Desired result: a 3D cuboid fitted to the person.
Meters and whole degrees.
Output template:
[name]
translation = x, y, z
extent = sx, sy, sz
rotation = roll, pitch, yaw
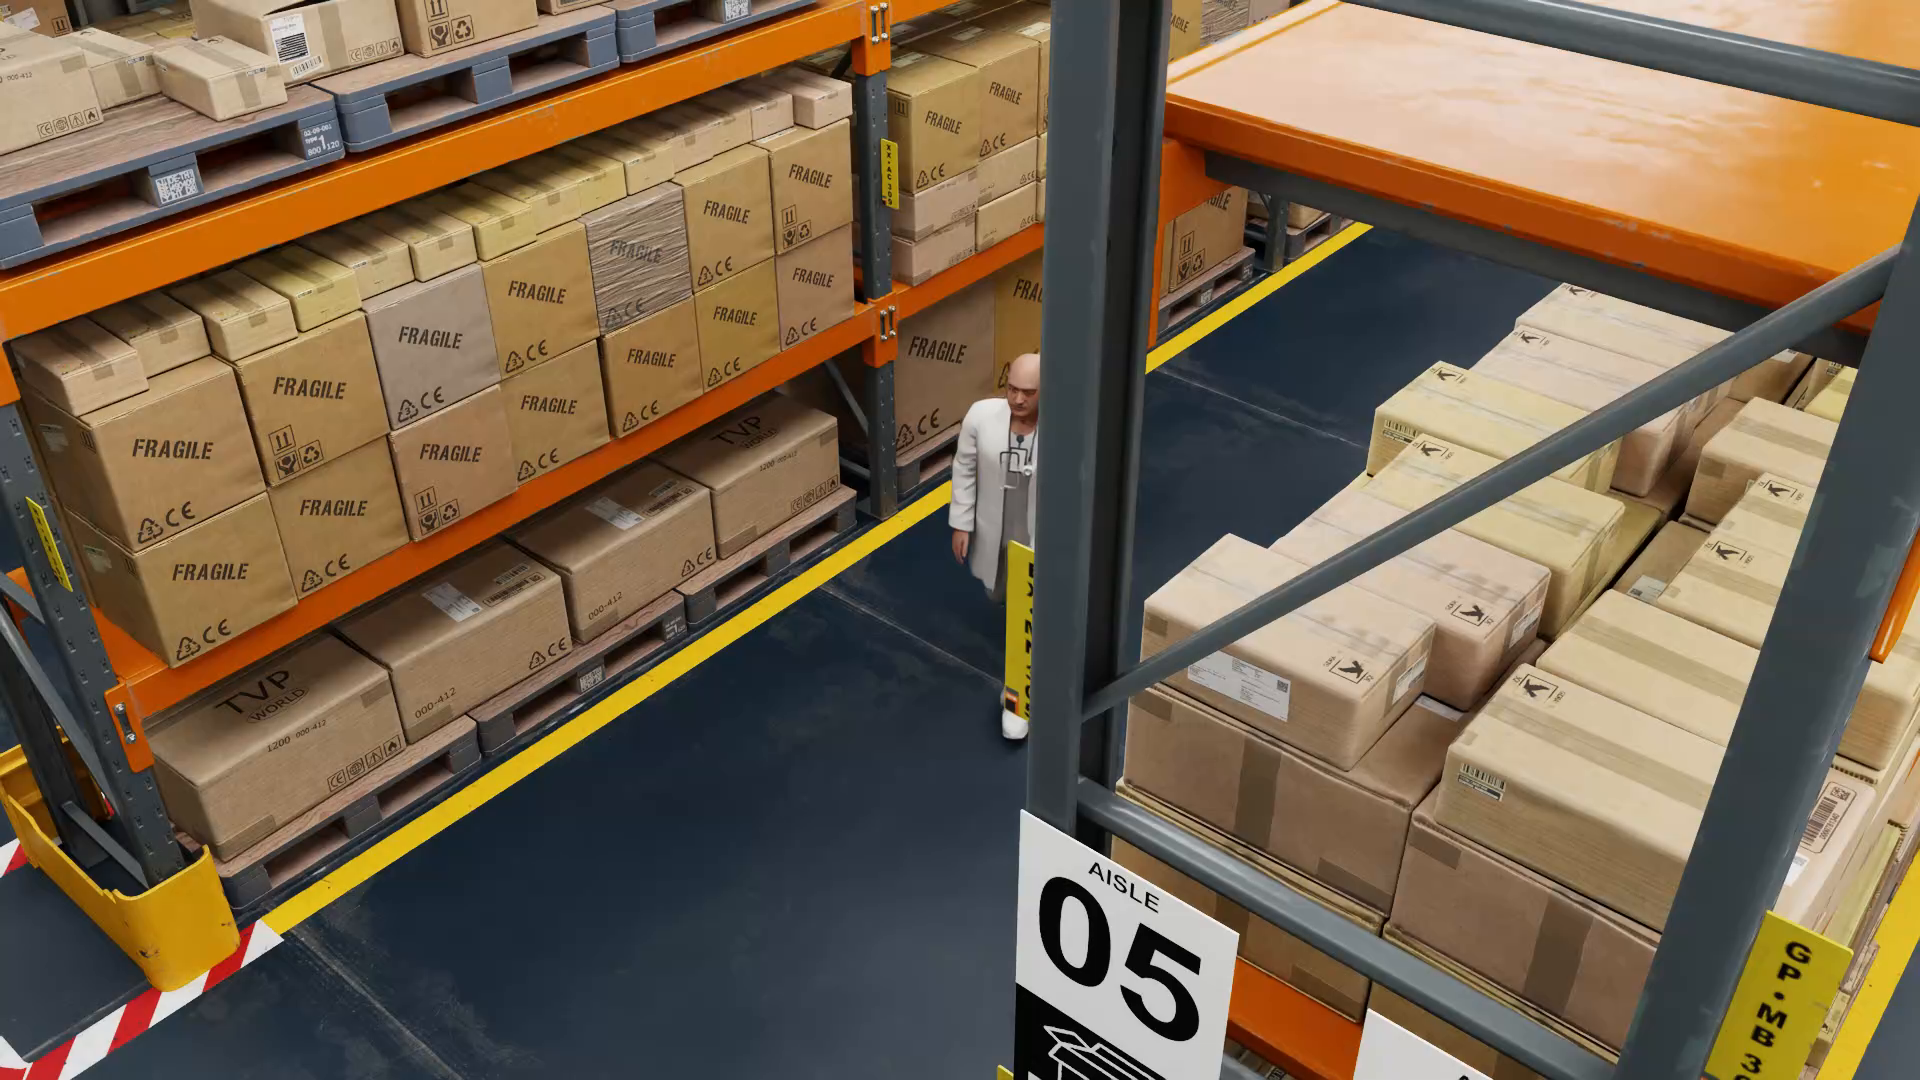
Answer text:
[person]
translation = 0.269, -0.082, 7.364
extent = 0.604, 1.743, 1.036
rotation = 8, 35, 12
